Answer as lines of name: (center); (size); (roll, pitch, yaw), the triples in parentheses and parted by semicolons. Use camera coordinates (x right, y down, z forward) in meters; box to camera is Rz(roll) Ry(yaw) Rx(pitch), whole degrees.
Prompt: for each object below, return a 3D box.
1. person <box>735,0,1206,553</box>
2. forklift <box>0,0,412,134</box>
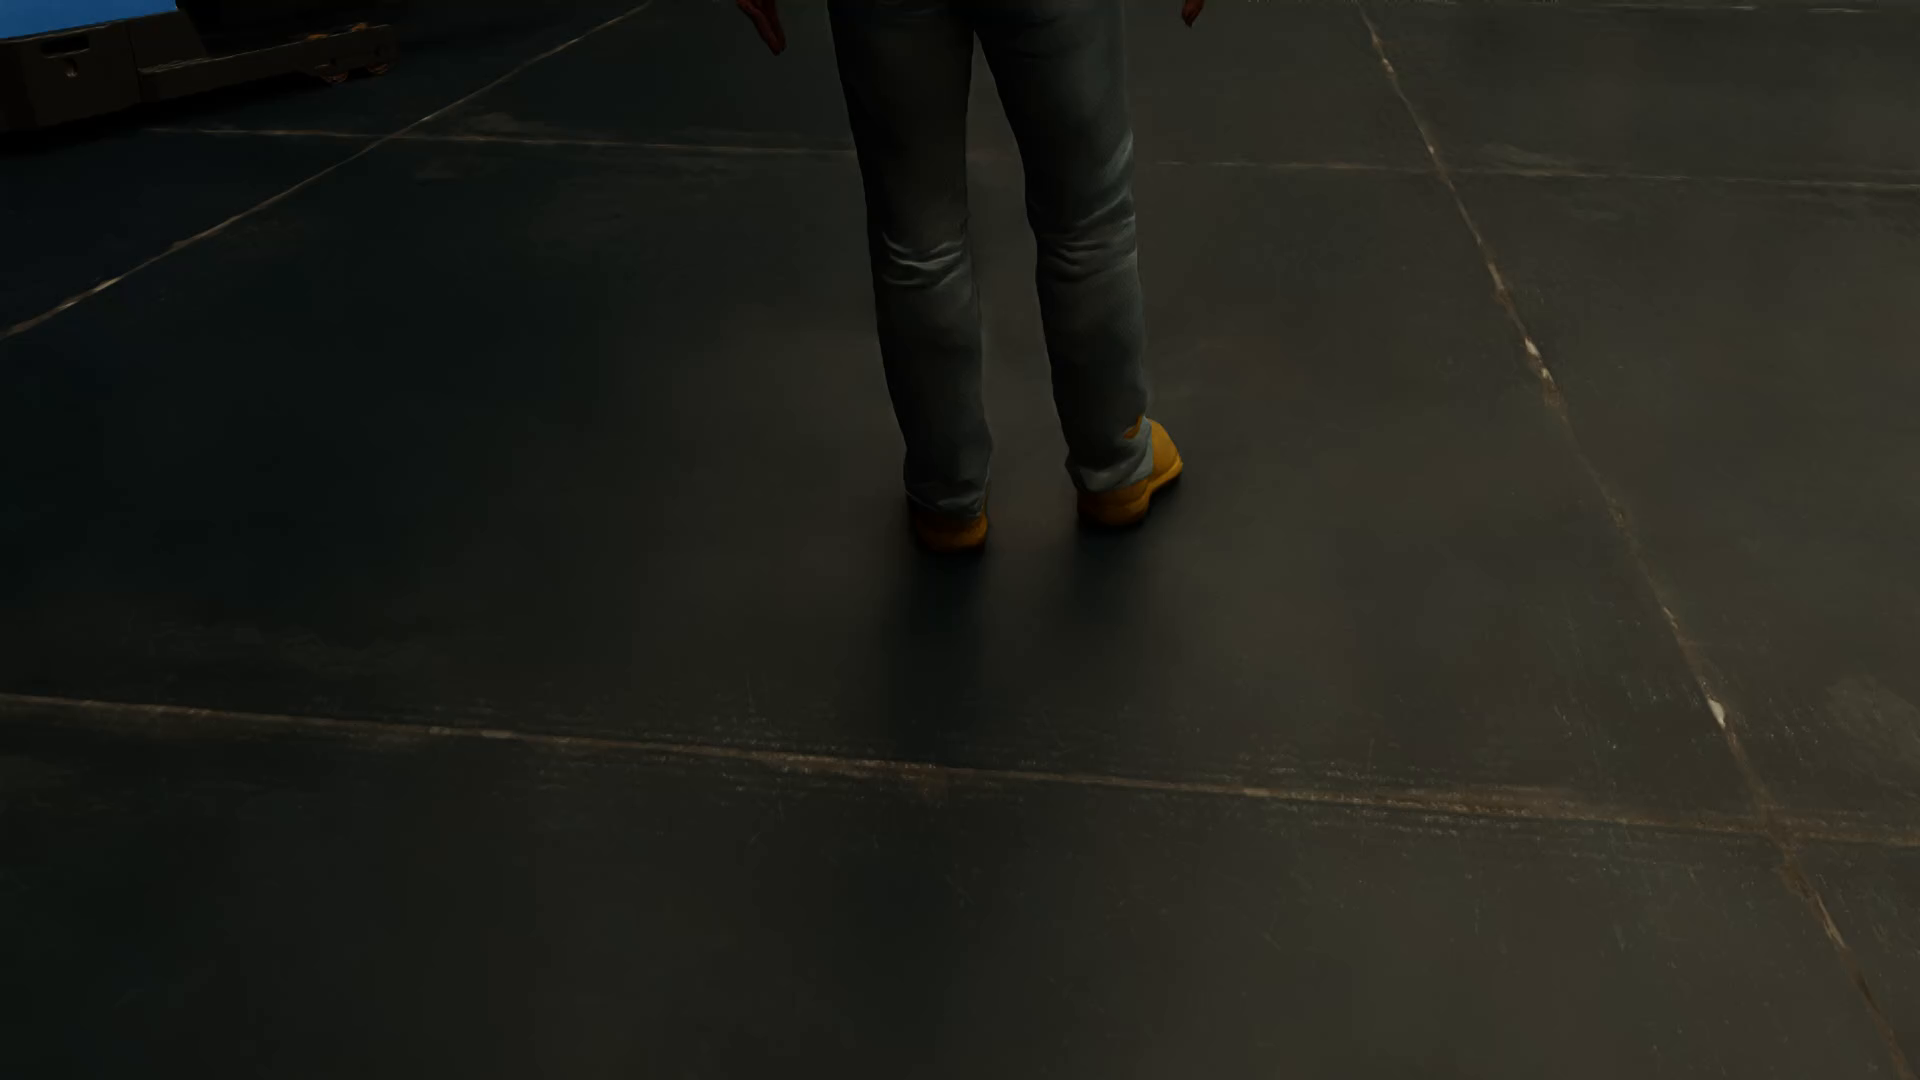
person: (0.015, -0.827, 2.164); (0.665, 1.766, 0.576); (3, 27, 7)
forklift: (-2.594, -2.912, 5.054); (1.130, 2.935, 3.031); (13, 29, 24)
